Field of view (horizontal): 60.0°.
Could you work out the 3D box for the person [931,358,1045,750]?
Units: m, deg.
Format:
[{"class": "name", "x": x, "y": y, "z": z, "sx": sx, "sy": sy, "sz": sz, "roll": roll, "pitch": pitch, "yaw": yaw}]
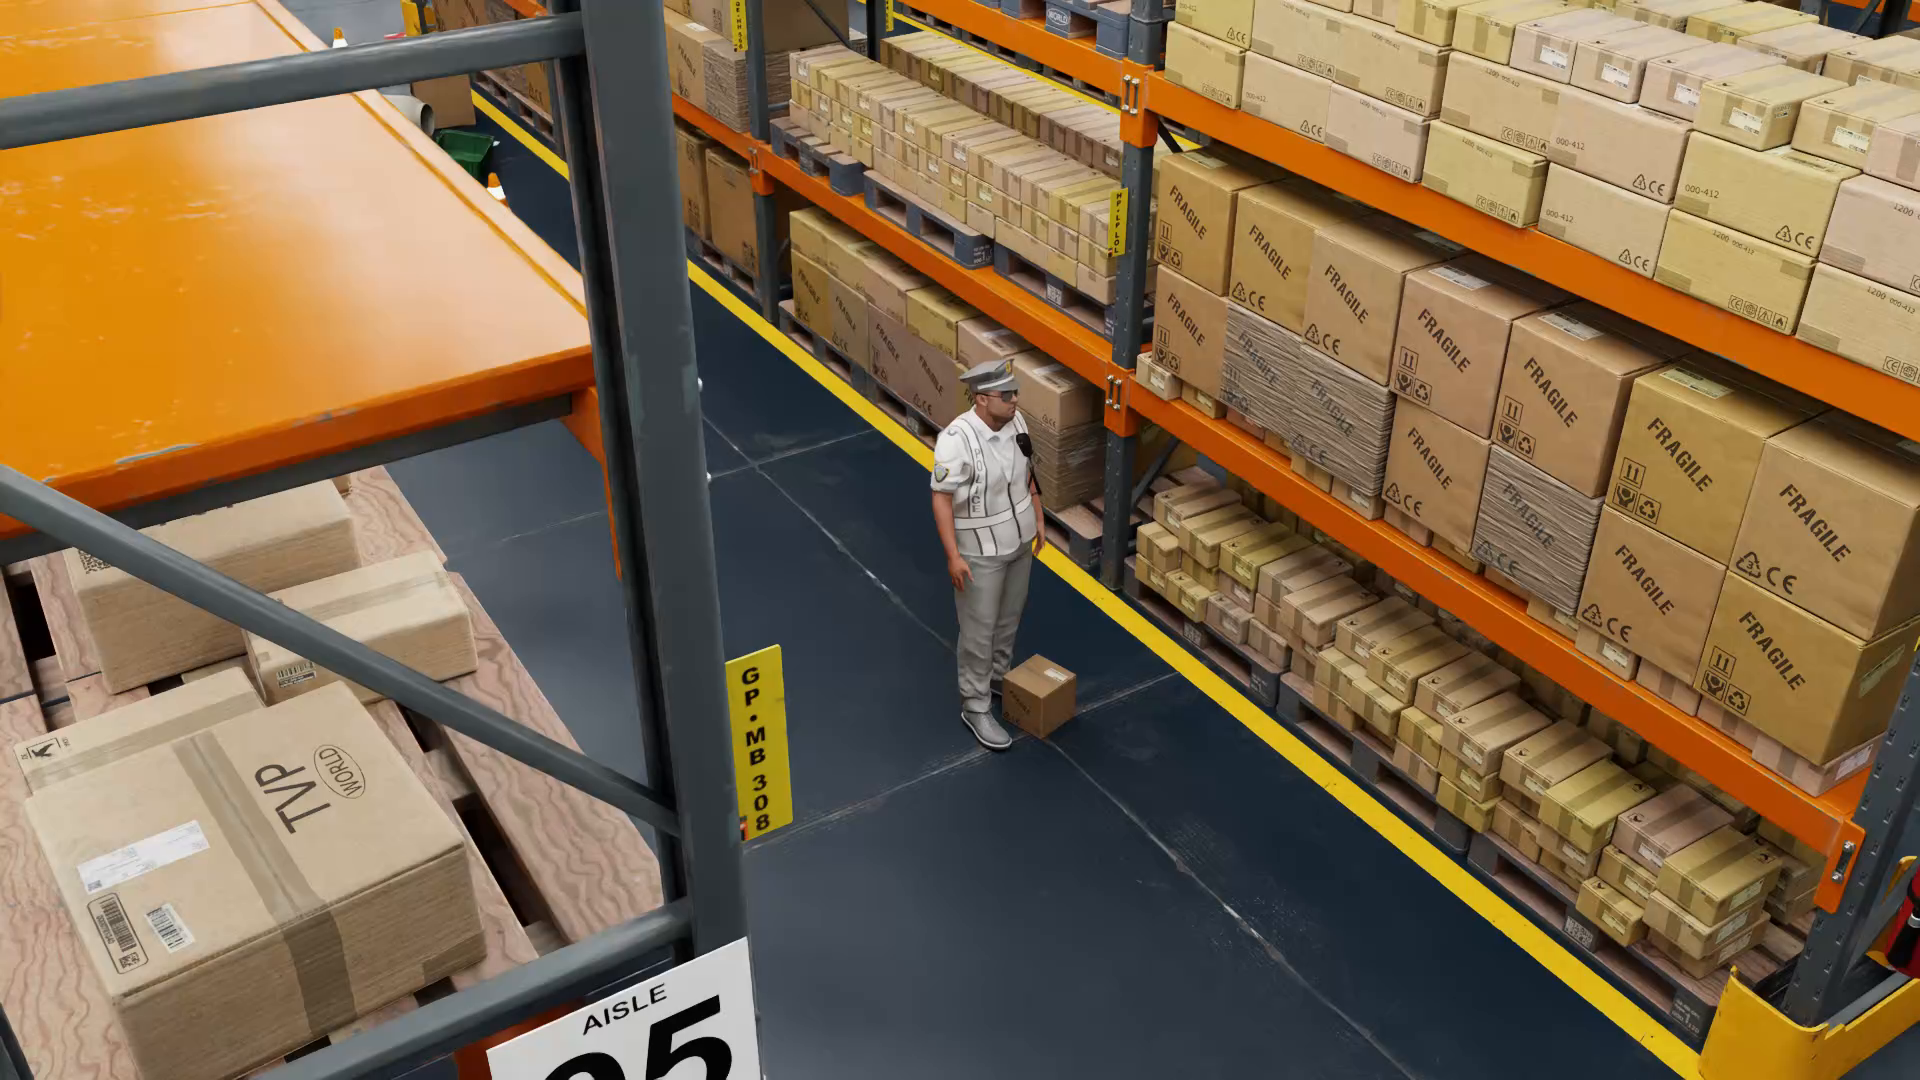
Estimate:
[{"class": "person", "x": 0.200, "y": 0.023, "z": 7.617, "sx": 0.574, "sy": 1.780, "sz": 0.640, "roll": 27, "pitch": 41, "yaw": 36}]
